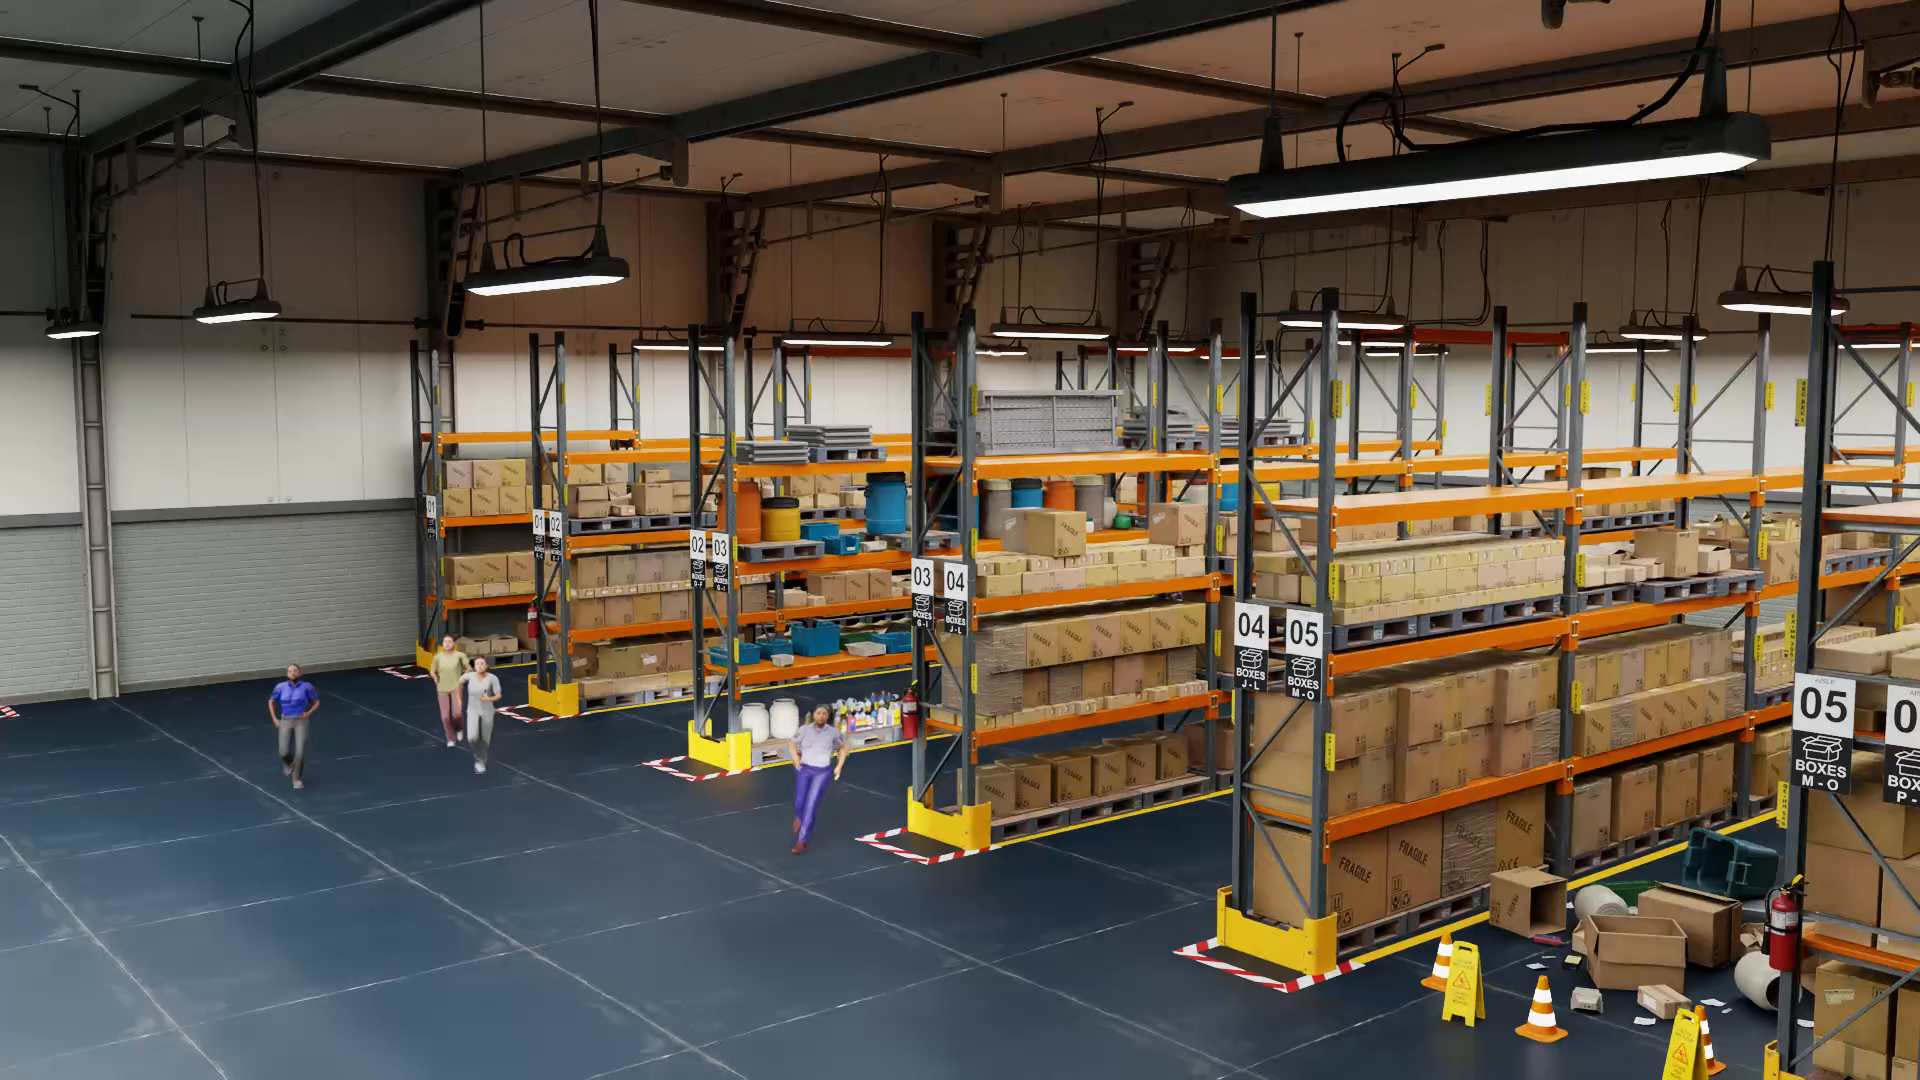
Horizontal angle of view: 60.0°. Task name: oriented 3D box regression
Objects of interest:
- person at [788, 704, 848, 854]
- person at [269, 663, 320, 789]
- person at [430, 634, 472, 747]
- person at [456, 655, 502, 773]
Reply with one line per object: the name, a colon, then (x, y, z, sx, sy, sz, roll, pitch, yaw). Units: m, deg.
person: (-1.617, 2.637, 18.691, 0.680, 1.605, 0.870, 1, 5, 6)
person: (-8.566, 2.388, 21.410, 0.625, 1.613, 0.533, -1, 5, -15)
person: (-7.293, 2.152, 23.784, 0.574, 1.623, 0.552, -1, 5, -10)
person: (-6.347, 2.308, 21.939, 0.598, 1.616, 0.742, -1, 5, -10)
